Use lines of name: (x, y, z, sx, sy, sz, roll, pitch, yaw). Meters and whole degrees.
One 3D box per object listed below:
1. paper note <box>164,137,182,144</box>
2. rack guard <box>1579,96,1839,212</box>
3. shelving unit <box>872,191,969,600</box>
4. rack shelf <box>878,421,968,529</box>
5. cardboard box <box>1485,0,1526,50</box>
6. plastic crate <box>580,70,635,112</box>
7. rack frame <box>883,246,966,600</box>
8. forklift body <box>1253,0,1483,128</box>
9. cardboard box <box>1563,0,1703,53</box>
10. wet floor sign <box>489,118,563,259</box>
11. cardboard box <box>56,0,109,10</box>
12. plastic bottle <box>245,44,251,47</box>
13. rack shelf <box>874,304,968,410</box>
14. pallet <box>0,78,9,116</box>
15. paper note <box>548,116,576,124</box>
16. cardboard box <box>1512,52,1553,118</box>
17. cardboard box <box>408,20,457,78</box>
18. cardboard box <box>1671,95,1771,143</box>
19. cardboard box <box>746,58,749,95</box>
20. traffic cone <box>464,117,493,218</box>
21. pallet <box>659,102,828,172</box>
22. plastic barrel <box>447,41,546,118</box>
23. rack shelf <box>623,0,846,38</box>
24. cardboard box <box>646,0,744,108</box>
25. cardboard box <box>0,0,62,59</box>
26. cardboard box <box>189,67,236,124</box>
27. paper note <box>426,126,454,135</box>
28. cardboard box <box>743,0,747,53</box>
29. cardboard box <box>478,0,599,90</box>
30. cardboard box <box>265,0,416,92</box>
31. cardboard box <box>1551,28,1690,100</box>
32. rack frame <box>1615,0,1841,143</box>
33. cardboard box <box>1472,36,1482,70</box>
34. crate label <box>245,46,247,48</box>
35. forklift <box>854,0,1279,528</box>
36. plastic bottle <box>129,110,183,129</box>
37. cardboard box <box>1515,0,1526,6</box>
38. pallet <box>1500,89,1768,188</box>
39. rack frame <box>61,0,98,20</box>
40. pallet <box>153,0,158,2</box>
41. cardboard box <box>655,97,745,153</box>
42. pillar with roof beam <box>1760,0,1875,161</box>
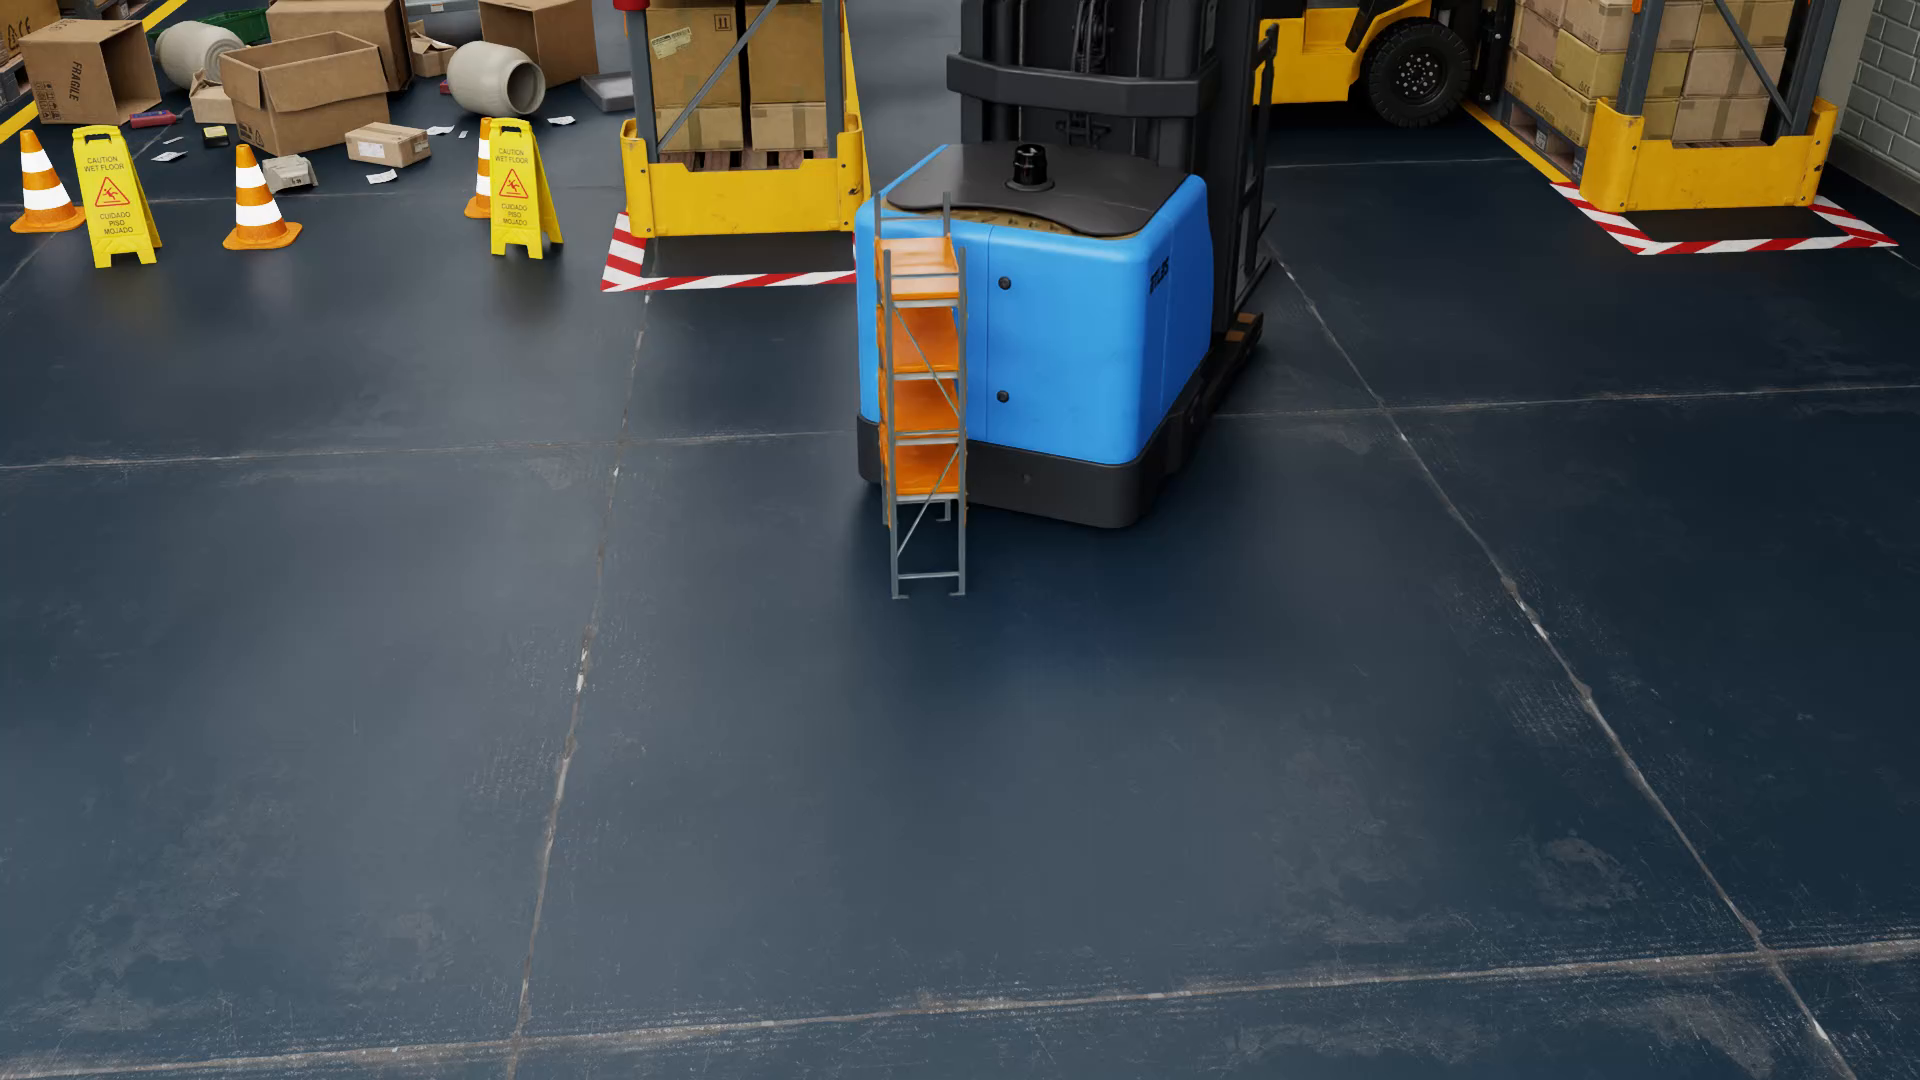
paper note: (-4.545, -2.309, 9.606, 0.032, 0.001, 0.123, 13, 33, 21)
rack guard: (3.877, -2.018, 8.641, 1.175, 0.500, 0.348, -3, 31, -5)
shelving unit: (-0.127, -0.454, 5.340, 0.258, 1.200, 0.503, -3, 31, -5)
rack shelf: (-0.127, -0.226, 5.476, 0.258, 0.148, 0.480, -3, 31, -5)
cardboard box: (3.413, -3.070, 9.750, 0.500, 0.250, 0.500, -3, 31, -6)
plastic crate: (-2.111, -2.811, 10.379, 0.402, 0.080, 0.583, -14, 33, -22)
rack frame: (-0.102, -0.329, 5.131, 0.240, 1.200, 0.015, -3, 31, -5)
forklift body: (1.881, -3.620, 9.712, 2.313, 2.155, 1.214, -3, 31, -5)
cardboard box: (3.521, -2.753, 8.730, 0.500, 0.250, 0.500, -2, 31, -3)
wet floor sign: (-2.115, -1.705, 7.974, 0.267, 0.644, 0.232, 8, 32, 13)
cardboard box: (-6.507, -4.144, 11.547, 1.050, 0.750, 0.750, -3, 31, -5)
plastic bottle: (-4.831, -3.287, 11.193, 0.133, 0.061, 0.283, -20, 36, -30)
rack shelf: (-0.127, -0.588, 5.259, 0.258, 0.148, 0.480, -3, 31, -5)
pallet: (-6.249, -2.404, 9.568, 1.003, 0.211, 1.213, -3, 31, -5)
paper note: (-2.375, -2.510, 9.922, 0.142, 0.019, 0.148, -14, 33, -22)
cardboard box: (3.479, -2.582, 9.420, 0.500, 0.250, 0.500, -3, 31, -5)
cardboard box: (-3.502, -3.213, 10.871, 0.396, 0.266, 0.258, 27, 40, 37)
cardboard box: (4.023, -2.363, 9.053, 0.500, 0.250, 0.500, -3, 31, -4)
cardboard box: (-1.505, -2.795, 9.776, 0.500, 0.250, 0.500, -4, 31, -6)
traffic cone: (-2.392, -1.932, 8.534, 0.336, 0.463, 0.334, -3, 31, -5)
pallet: (-1.115, -2.122, 9.096, 1.003, 0.211, 1.213, -3, 31, -5)
plastic barrel: (-2.767, -2.740, 9.924, 0.512, 0.421, 0.421, 20, 36, 29)
rack shelf: (-1.254, -3.576, 9.513, 1.077, 0.370, 4.000, -3, 31, -5)
cardboard box: (-1.402, -2.582, 8.688, 0.500, 0.500, 0.500, -3, 31, -4)
cardboard box: (-6.371, -3.561, 10.449, 0.875, 0.875, 0.875, -2, 31, -4)
cardboard box: (-4.365, -2.654, 9.934, 0.396, 0.266, 0.258, 2, 31, 4)
paper note: (-3.067, -2.412, 9.770, 0.148, 0.019, 0.142, 8, 32, 13)
cardboard box: (-1.494, -3.106, 9.566, 0.500, 0.500, 0.500, -3, 31, -6)
cardboard box: (-2.695, -3.221, 10.653, 0.500, 0.500, 0.500, 20, 36, 29)
cardboard box: (-3.847, -3.103, 10.321, 0.797, 0.637, 0.503, -3, 31, -5)
cardboard box: (3.518, -2.551, 8.881, 0.500, 0.250, 0.500, -3, 31, -5)
rack frame: (3.875, -3.103, 8.020, 1.000, 3.000, 0.127, -3, 31, -5)
cardboard box: (3.370, -3.102, 10.290, 0.500, 0.250, 0.500, -2, 31, -3)
crate label: (-4.702, -3.123, 10.846, 0.250, 0.136, 0.298, 27, 40, 37)
forklift: (0.650, -2.039, 6.306, 1.130, 2.935, 3.031, 12, 33, 19)
plastic bottle: (-4.775, -2.504, 9.883, 0.283, 0.061, 0.133, -14, 33, -22)
cardboard box: (3.410, -3.270, 9.596, 0.500, 0.250, 0.500, -2, 31, -4)
pallet: (3.761, -2.295, 9.386, 1.003, 0.211, 1.213, -3, 31, -5)
rack frame: (-6.360, -4.617, 10.555, 1.000, 3.000, 0.127, -3, 31, -5)
pallet: (-6.624, -4.435, 12.968, 1.003, 0.211, 1.213, -3, 31, -5)
cardboard box: (-1.413, -2.275, 8.906, 0.500, 0.250, 0.500, -3, 31, -5)
pillar with roof beam: (0.421, -5.871, 6.804, 9.100, 9.000, 0.400, -3, 31, -5)
